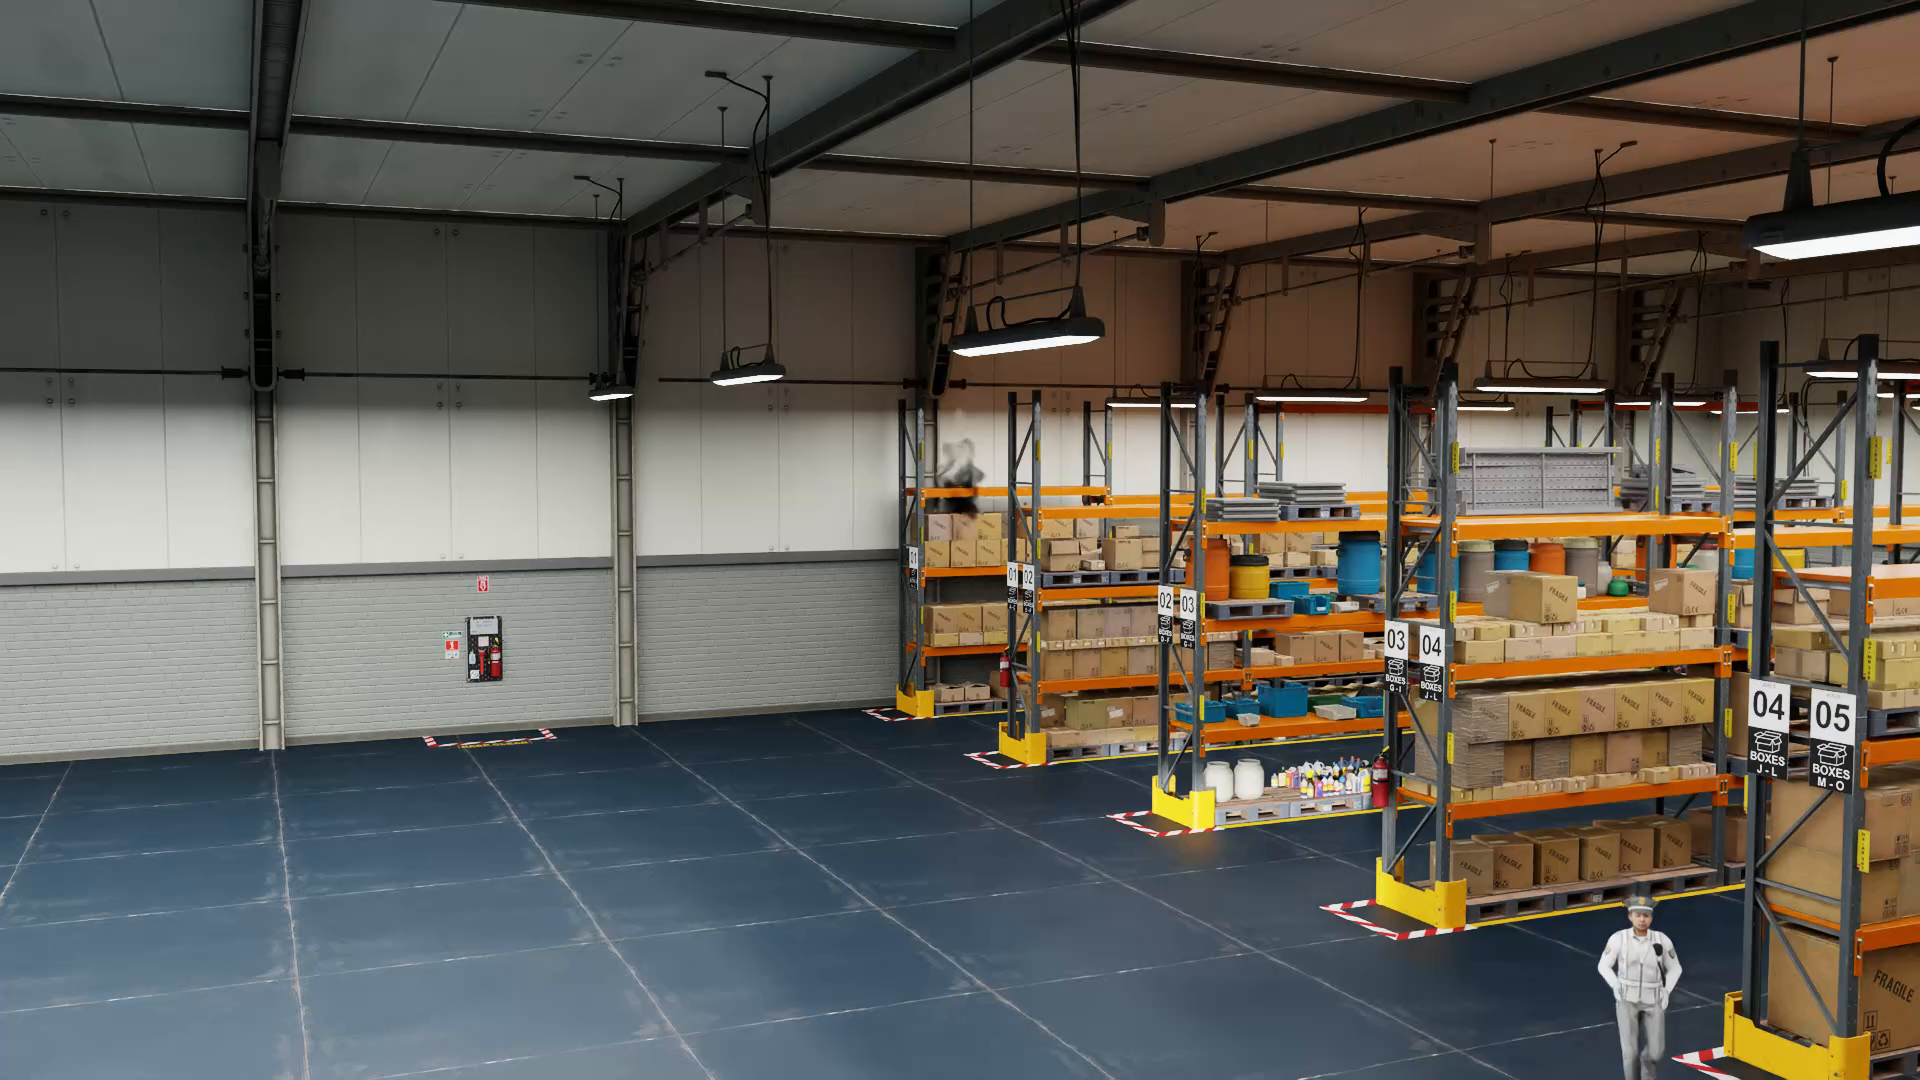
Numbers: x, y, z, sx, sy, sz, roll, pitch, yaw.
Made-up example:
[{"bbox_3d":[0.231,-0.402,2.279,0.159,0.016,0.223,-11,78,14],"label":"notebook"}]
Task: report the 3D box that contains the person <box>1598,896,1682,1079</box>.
[{"bbox_3d":[5.286,3.578,12.929,0.612,1.648,0.571,1,4,18],"label":"person"}]
